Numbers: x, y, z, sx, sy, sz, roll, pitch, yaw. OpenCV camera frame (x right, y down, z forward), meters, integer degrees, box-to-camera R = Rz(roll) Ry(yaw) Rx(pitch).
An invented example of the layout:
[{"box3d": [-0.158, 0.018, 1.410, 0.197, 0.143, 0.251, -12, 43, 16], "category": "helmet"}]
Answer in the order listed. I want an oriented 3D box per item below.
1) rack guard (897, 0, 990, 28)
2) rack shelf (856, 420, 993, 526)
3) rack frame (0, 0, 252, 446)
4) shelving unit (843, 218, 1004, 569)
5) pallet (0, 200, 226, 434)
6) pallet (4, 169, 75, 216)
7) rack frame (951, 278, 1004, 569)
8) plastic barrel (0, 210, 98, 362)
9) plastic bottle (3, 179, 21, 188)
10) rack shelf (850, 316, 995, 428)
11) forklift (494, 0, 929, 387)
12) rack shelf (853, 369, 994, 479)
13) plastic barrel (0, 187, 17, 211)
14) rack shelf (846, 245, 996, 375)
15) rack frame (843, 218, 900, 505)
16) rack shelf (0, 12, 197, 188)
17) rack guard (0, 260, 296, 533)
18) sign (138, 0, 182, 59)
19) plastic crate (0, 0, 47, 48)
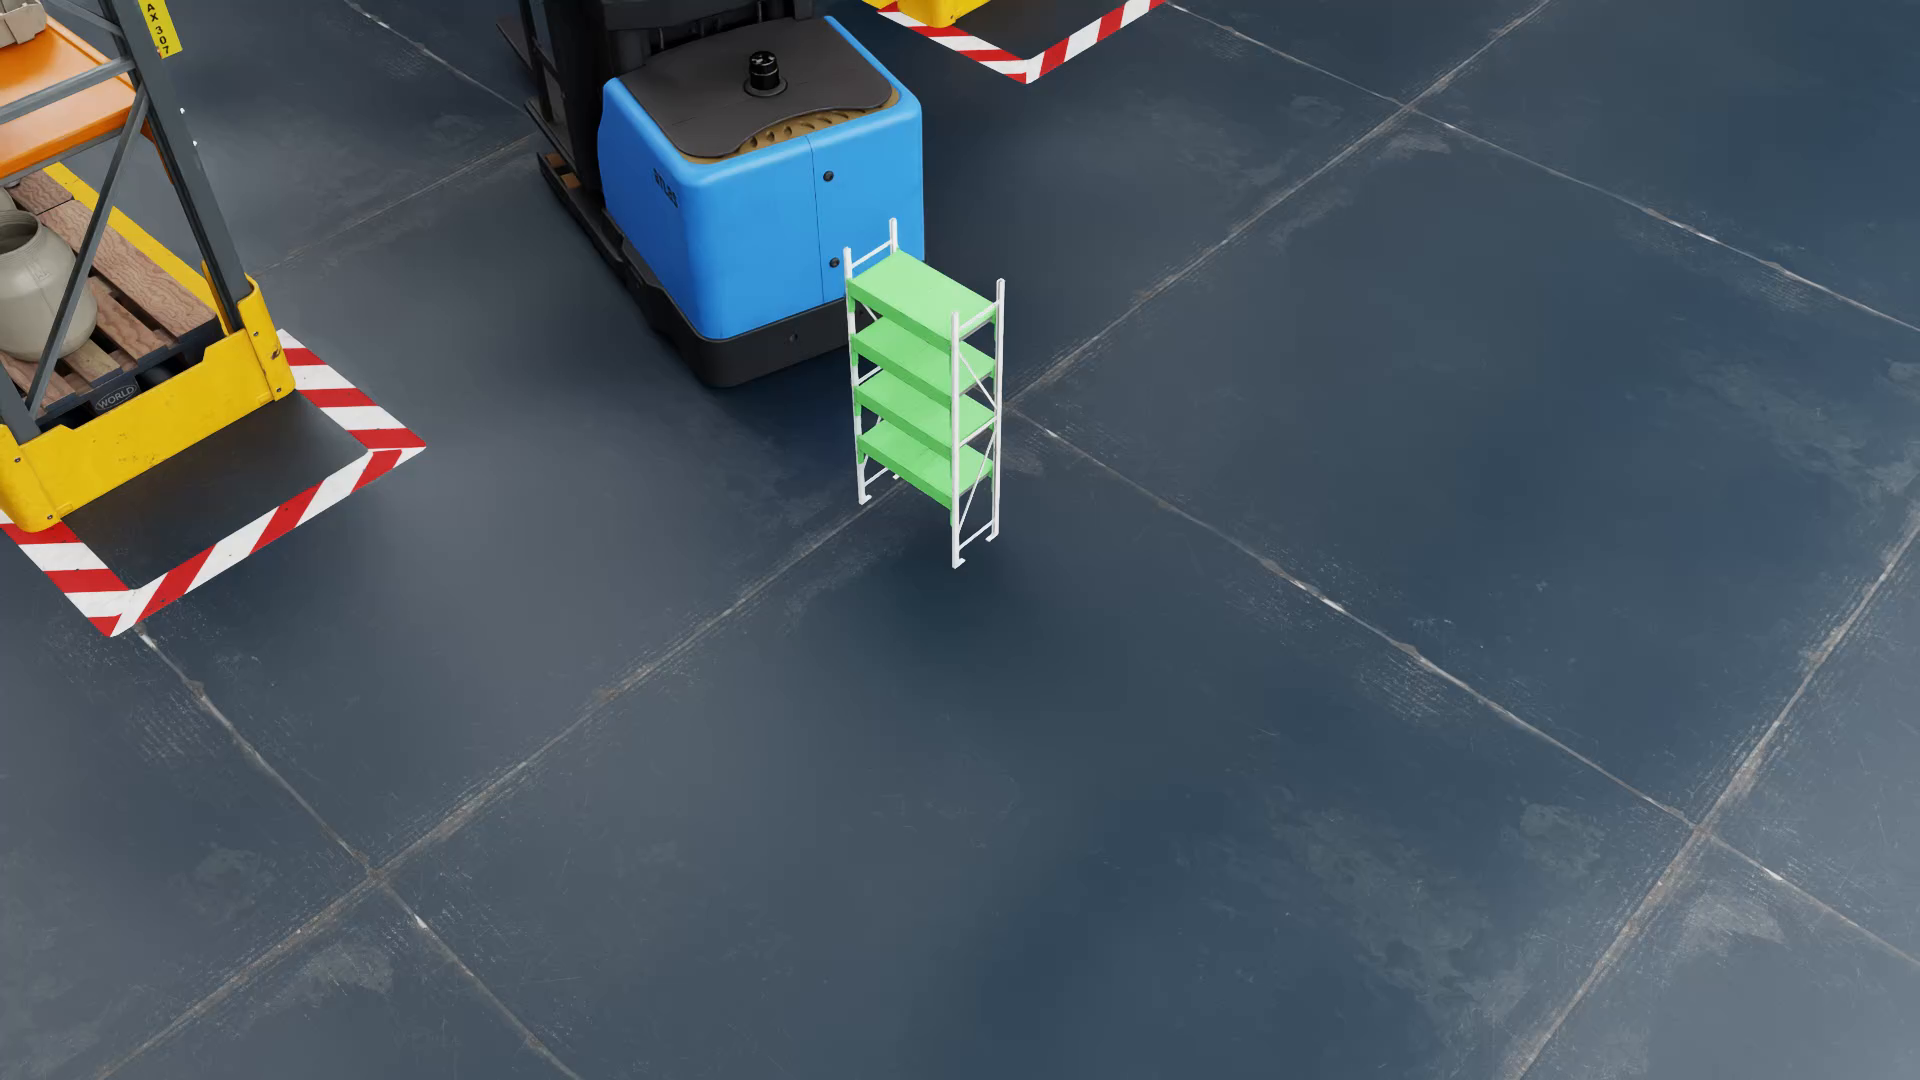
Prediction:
[{"box3d": [0.160, -3.255, 8.964, 0.348, 0.500, 1.175, 34, 55, 28], "category": "rack guard"}, {"box3d": [-0.122, -0.285, 6.111, 0.480, 0.148, 0.258, 34, 55, 28], "category": "rack shelf"}, {"box3d": [-3.143, -1.420, 5.526, 0.127, 3.000, 1.000, 34, 55, 28], "category": "rack frame"}, {"box3d": [-0.122, -0.493, 5.889, 0.503, 1.200, 0.258, 34, 55, 28], "category": "shelving unit"}, {"box3d": [-3.824, -0.882, 6.934, 1.213, 0.211, 1.003, 34, 55, 28], "category": "pallet"}, {"box3d": [-4.717, -1.486, 7.500, 1.213, 0.211, 1.003, 34, 55, 28], "category": "pallet"}, {"box3d": [0.058, -0.372, 5.776, 0.015, 1.200, 0.240, 34, 55, 28], "category": "rack frame"}, {"box3d": [-3.679, -0.997, 6.547, 0.421, 0.512, 0.421, 0, 47, 0], "category": "plastic barrel"}, {"box3d": [-4.264, -1.700, 7.358, 0.097, 0.271, 0.097, 0, 47, 0], "category": "plastic bottle"}, {"box3d": [-0.122, -0.613, 5.761, 0.480, 0.148, 0.258, 34, 55, 28], "category": "rack shelf"}, {"box3d": [-1.310, -2.687, 6.763, 1.130, 2.935, 3.031, -23, 51, -20], "category": "forklift"}, {"box3d": [-0.122, -0.449, 5.936, 0.480, 0.148, 0.258, 34, 55, 28], "category": "rack shelf"}, {"box3d": [-4.047, -1.244, 6.779, 0.421, 0.512, 0.421, 0, 47, 0], "category": "plastic barrel"}, {"box3d": [-0.122, -0.777, 5.586, 0.480, 0.148, 0.258, 34, 55, 28], "category": "rack shelf"}, {"box3d": [-0.301, -0.613, 6.003, 0.015, 1.200, 0.240, 34, 55, 28], "category": "rack frame"}, {"box3d": [-4.613, -2.163, 6.716, 4.000, 0.370, 1.077, 34, 55, 28], "category": "rack shelf"}, {"box3d": [-3.231, -0.577, 6.449, 0.348, 0.500, 1.175, 34, 55, 28], "category": "rack guard"}, {"box3d": [-2.767, -1.807, 5.699, 0.005, 0.325, 0.100, 34, 55, 28], "category": "sign"}, {"box3d": [-3.583, -1.945, 6.199, 0.250, 0.136, 0.298, 34, 55, 28], "category": "plastic crate"}]
